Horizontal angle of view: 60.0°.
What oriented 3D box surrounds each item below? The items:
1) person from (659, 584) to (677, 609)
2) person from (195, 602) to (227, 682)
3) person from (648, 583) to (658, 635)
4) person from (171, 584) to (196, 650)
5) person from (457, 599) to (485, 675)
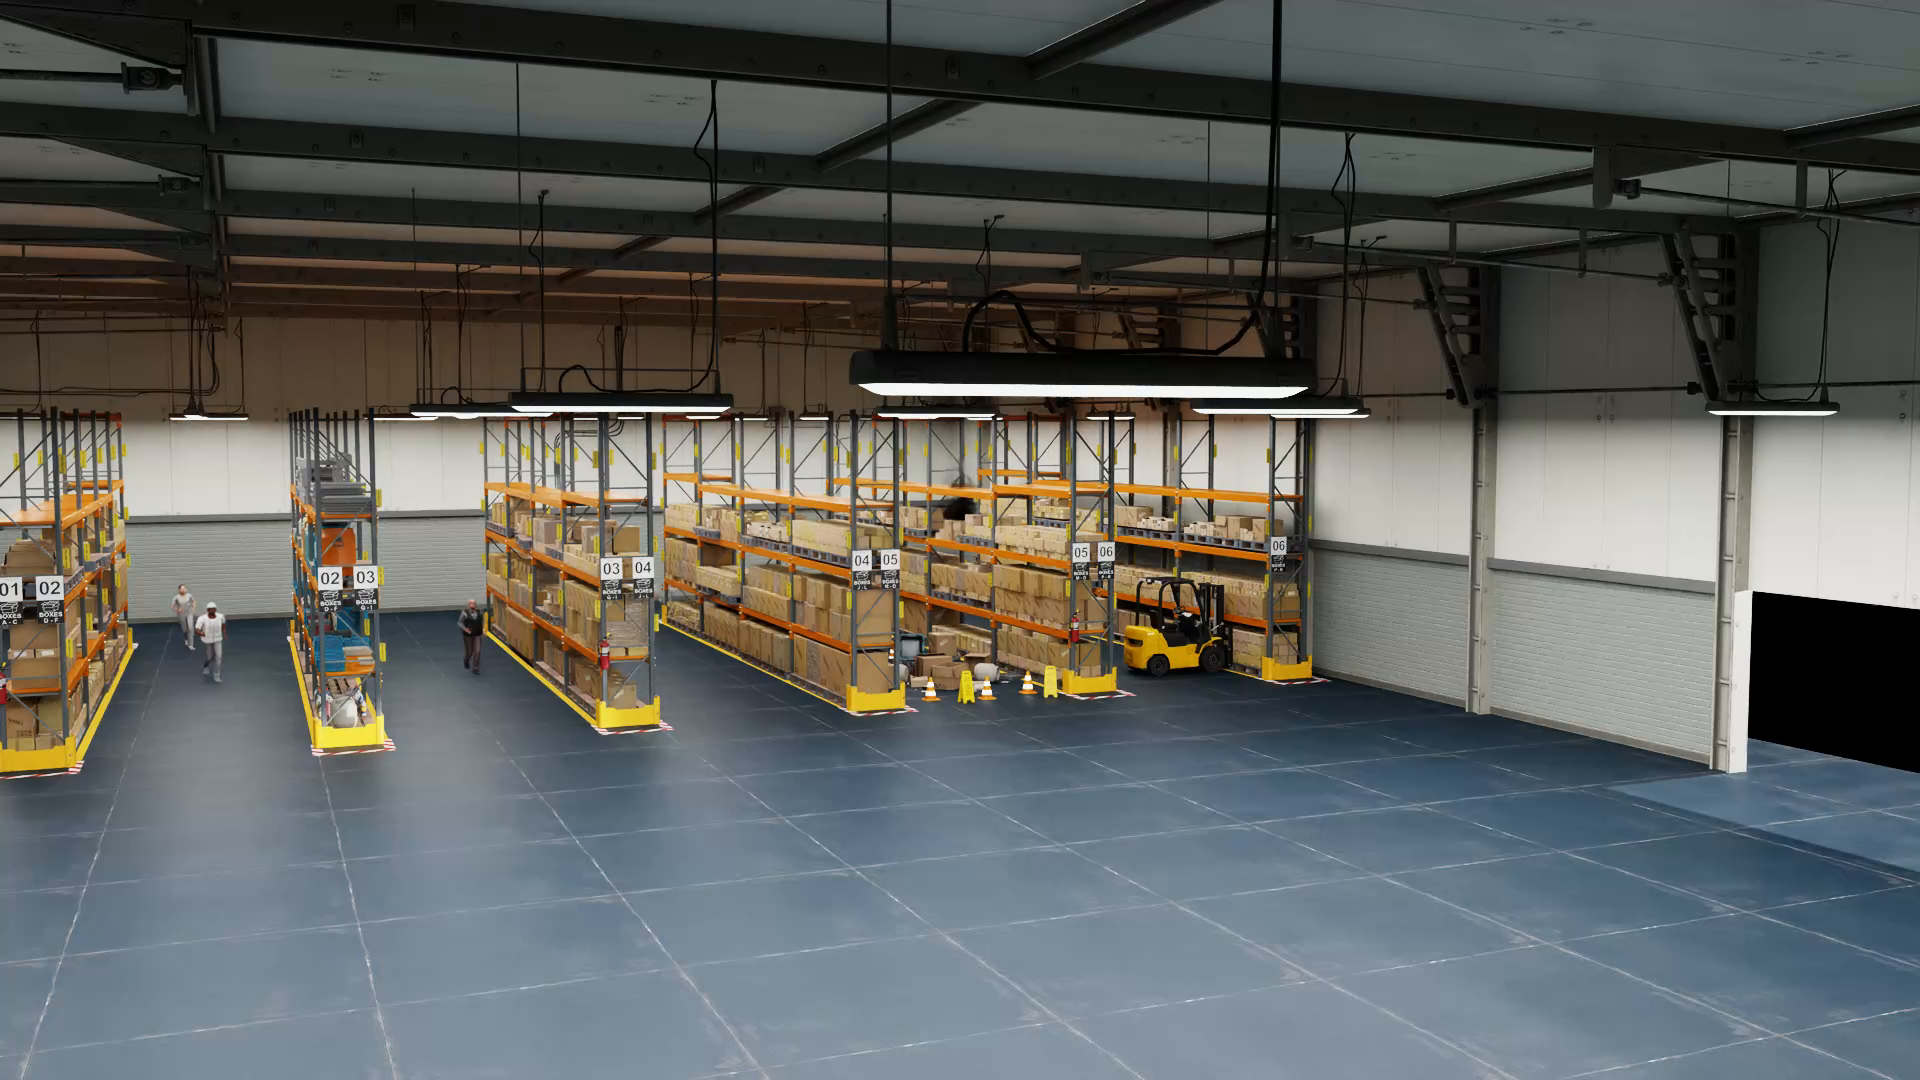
[{"bbox_3d":[-8.605,1.435,49.313,0.614,1.683,0.746,0,4,-1],"label":"person"},{"bbox_3d":[-16.667,2.255,37.029,0.682,1.762,0.926,-3,5,-37],"label":"person"},{"bbox_3d":[-8.409,1.716,44.693,0.639,1.760,0.616,-2,4,-22],"label":"person"},{"bbox_3d":[-19.765,1.955,42.350,0.598,1.660,0.859,-3,5,-34],"label":"person"},{"bbox_3d":[-11.180,2.211,38.113,0.665,1.713,0.821,-2,5,-31],"label":"person"}]
